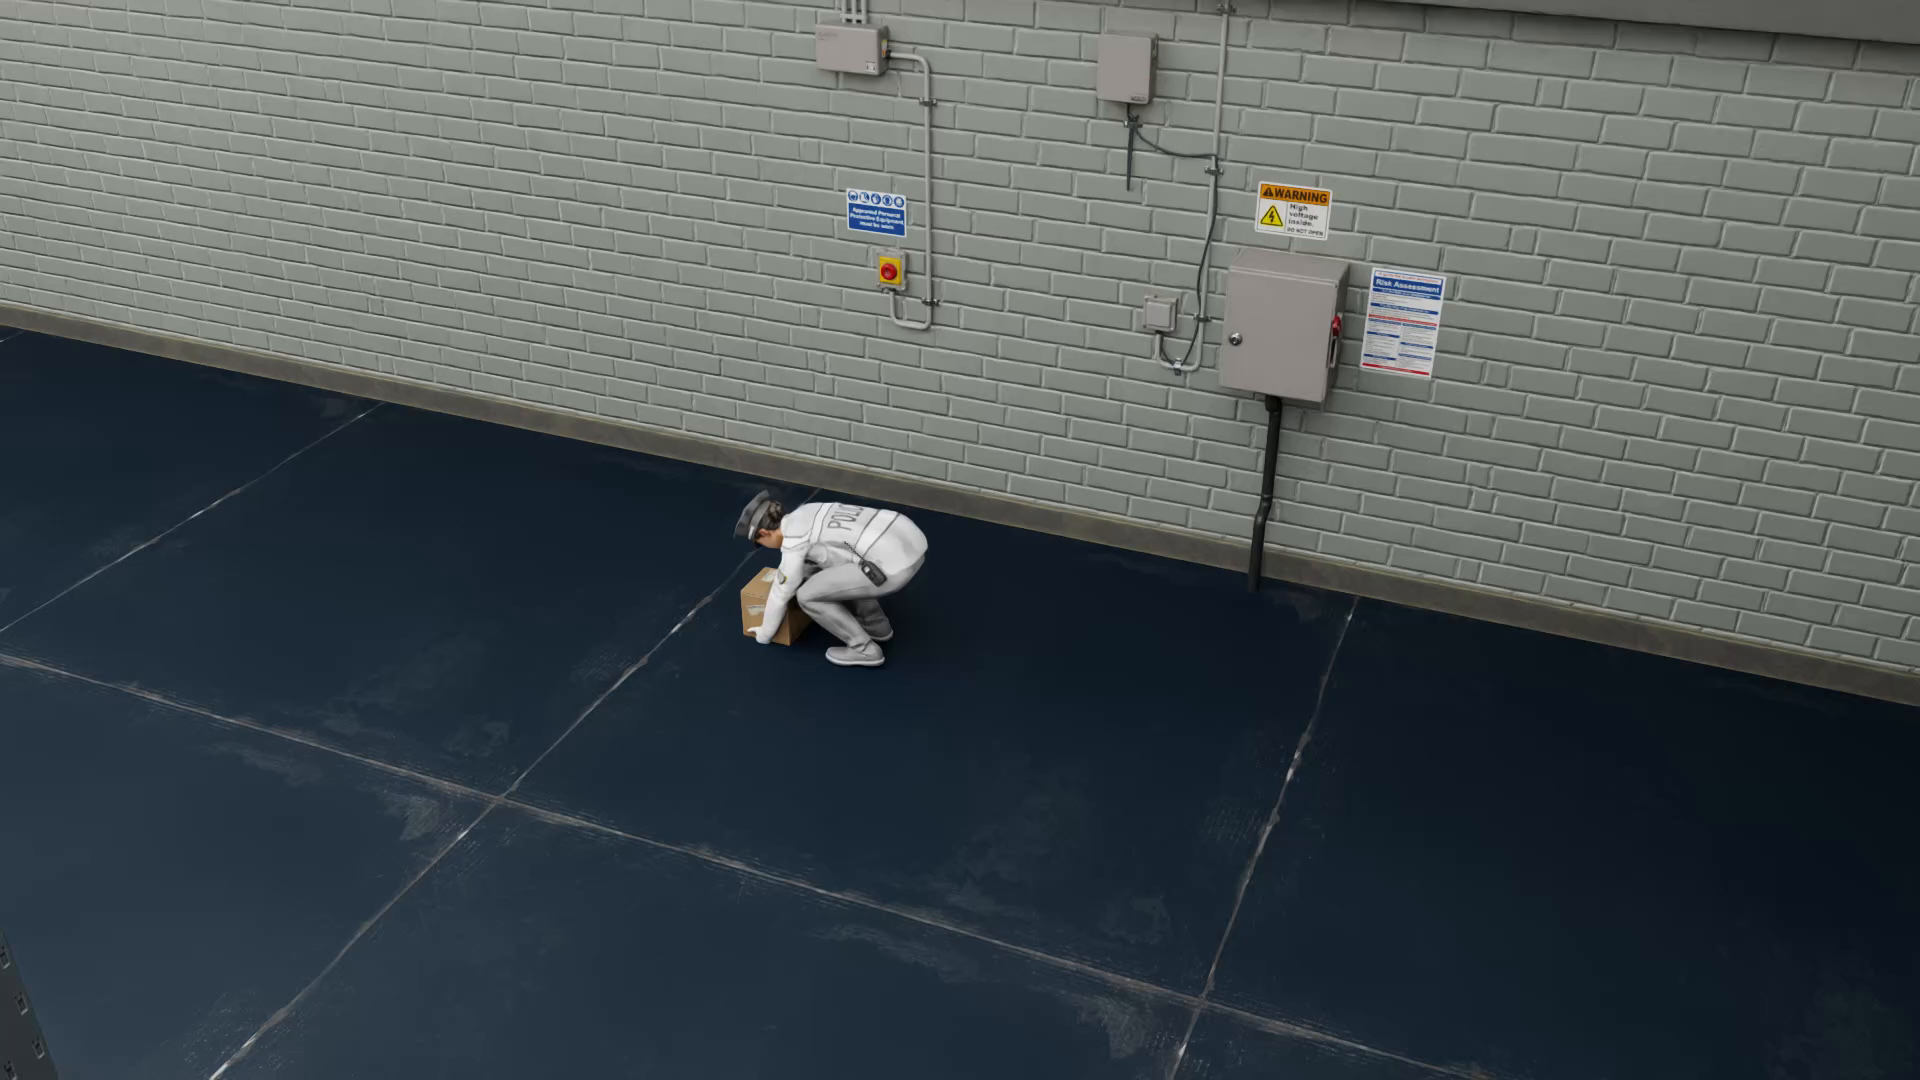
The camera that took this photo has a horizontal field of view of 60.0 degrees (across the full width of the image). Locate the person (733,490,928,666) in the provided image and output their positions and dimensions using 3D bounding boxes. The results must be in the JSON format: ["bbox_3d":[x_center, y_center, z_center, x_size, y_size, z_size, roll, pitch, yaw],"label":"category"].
[{"bbox_3d":[-0.607,0.170,7.770,0.915,0.762,0.448,11,31,18],"label":"person"}]
